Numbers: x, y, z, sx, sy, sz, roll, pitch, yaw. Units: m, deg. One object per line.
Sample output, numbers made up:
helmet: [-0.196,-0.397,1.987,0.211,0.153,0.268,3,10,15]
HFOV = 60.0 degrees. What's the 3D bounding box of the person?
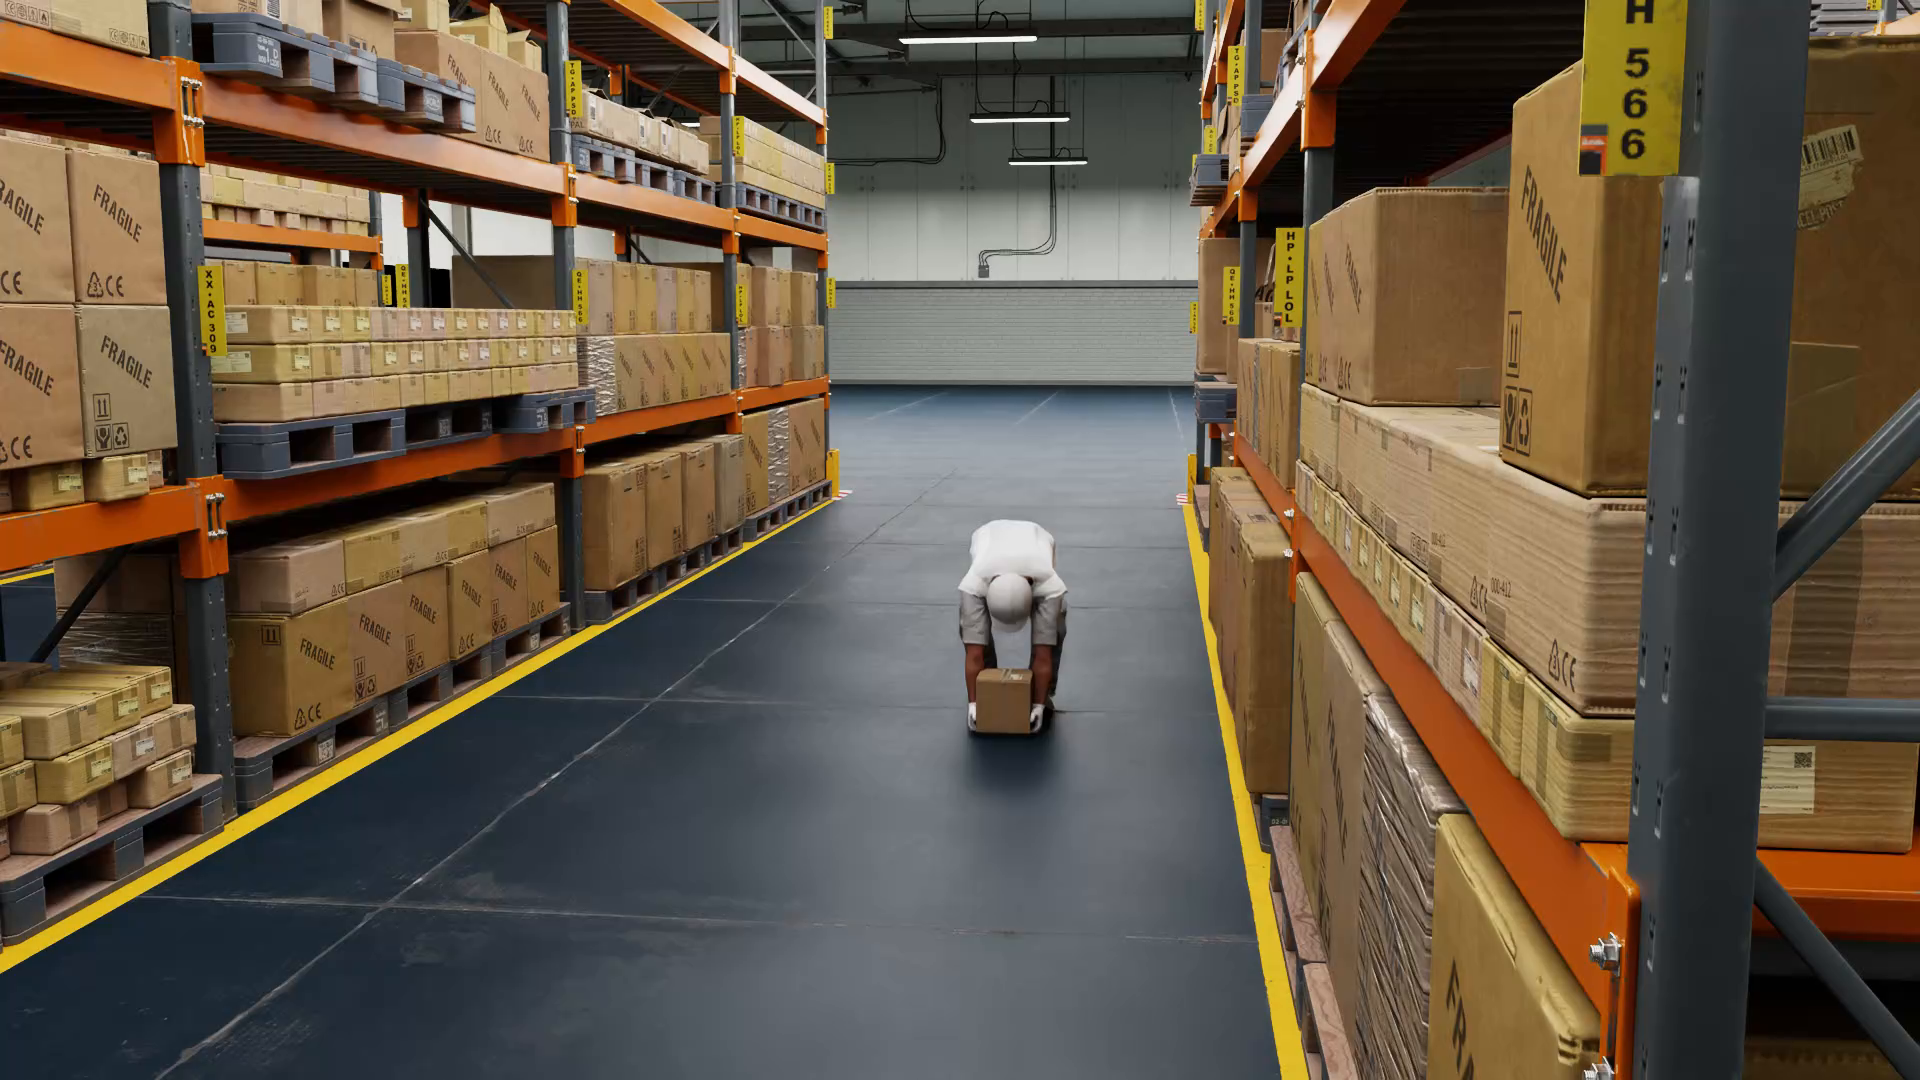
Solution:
person: [0.253,0.391,7.997,0.526,0.932,0.983,0,8,4]
